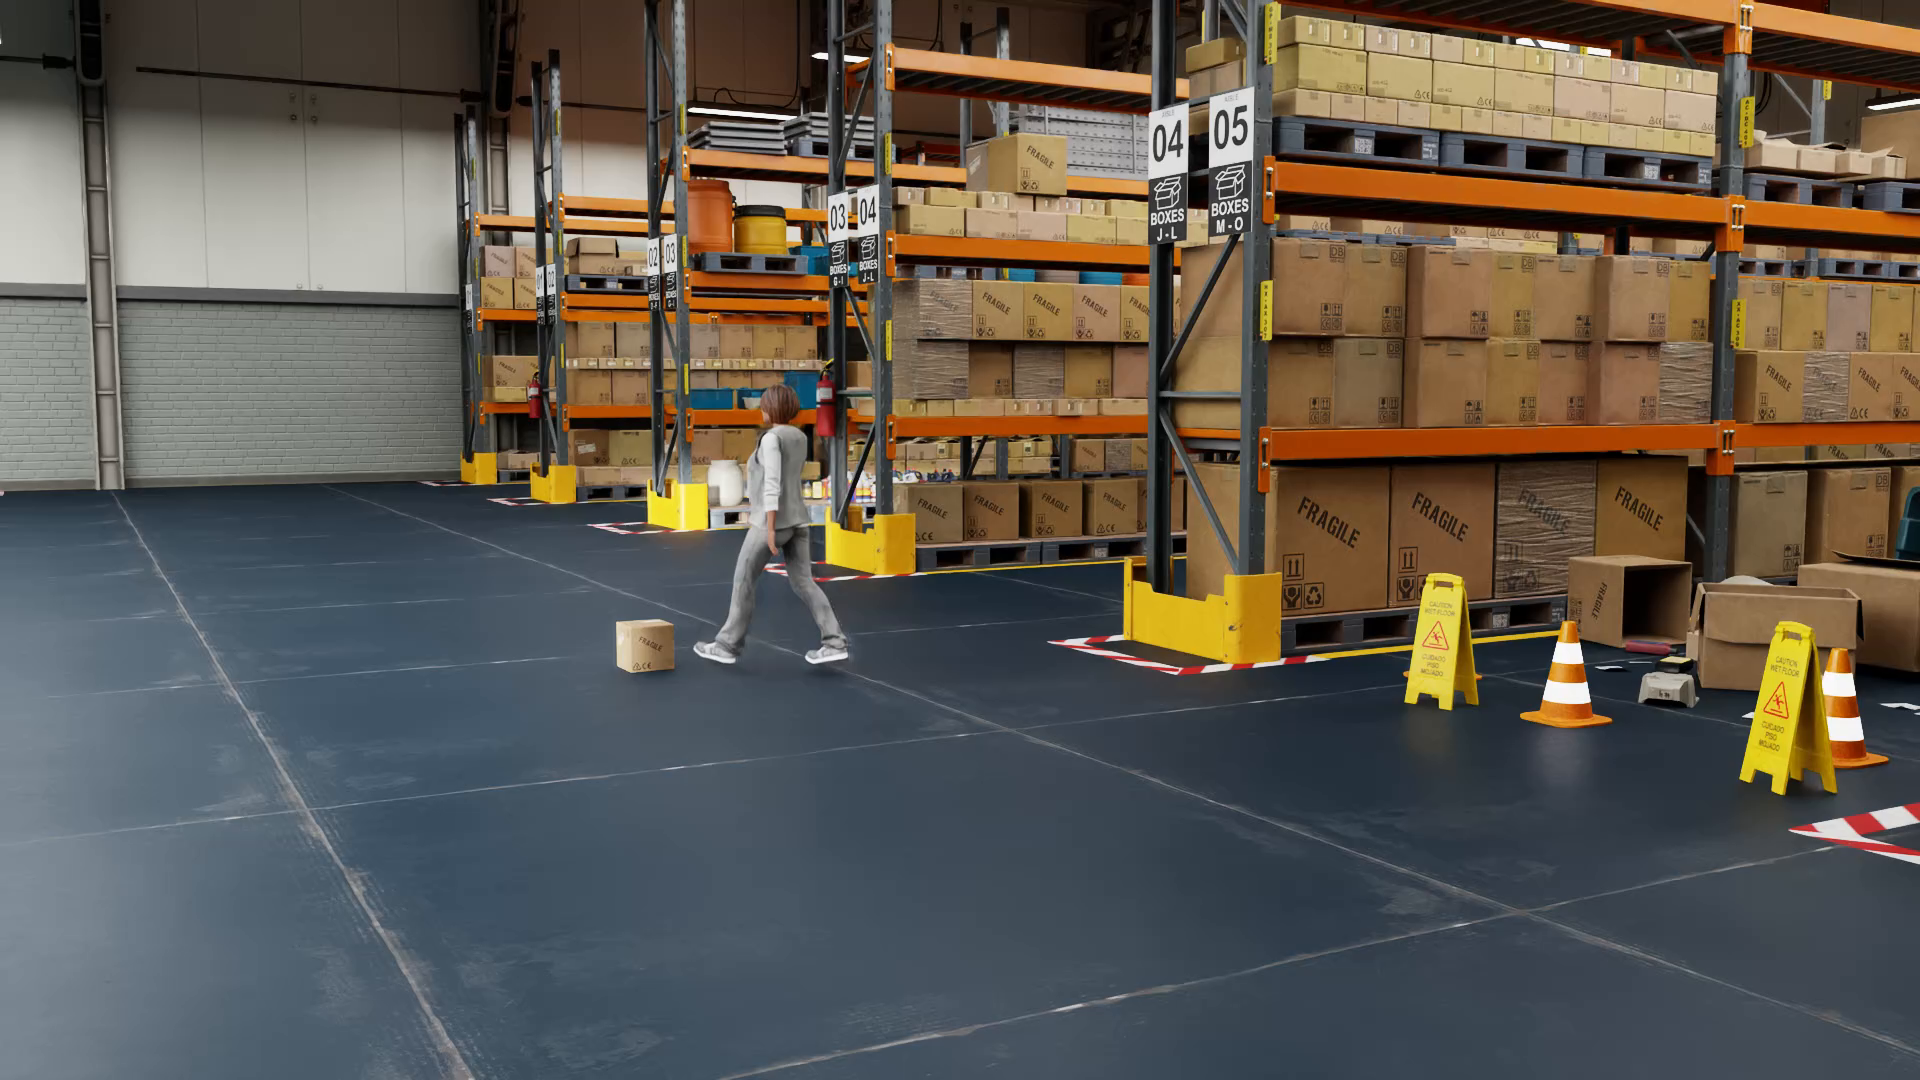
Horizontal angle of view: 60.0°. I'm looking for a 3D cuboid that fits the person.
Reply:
[{"bbox_3d":[-1.030,-0.087,9.170,0.923,1.546,0.438,3,6,29],"label":"person"}]
